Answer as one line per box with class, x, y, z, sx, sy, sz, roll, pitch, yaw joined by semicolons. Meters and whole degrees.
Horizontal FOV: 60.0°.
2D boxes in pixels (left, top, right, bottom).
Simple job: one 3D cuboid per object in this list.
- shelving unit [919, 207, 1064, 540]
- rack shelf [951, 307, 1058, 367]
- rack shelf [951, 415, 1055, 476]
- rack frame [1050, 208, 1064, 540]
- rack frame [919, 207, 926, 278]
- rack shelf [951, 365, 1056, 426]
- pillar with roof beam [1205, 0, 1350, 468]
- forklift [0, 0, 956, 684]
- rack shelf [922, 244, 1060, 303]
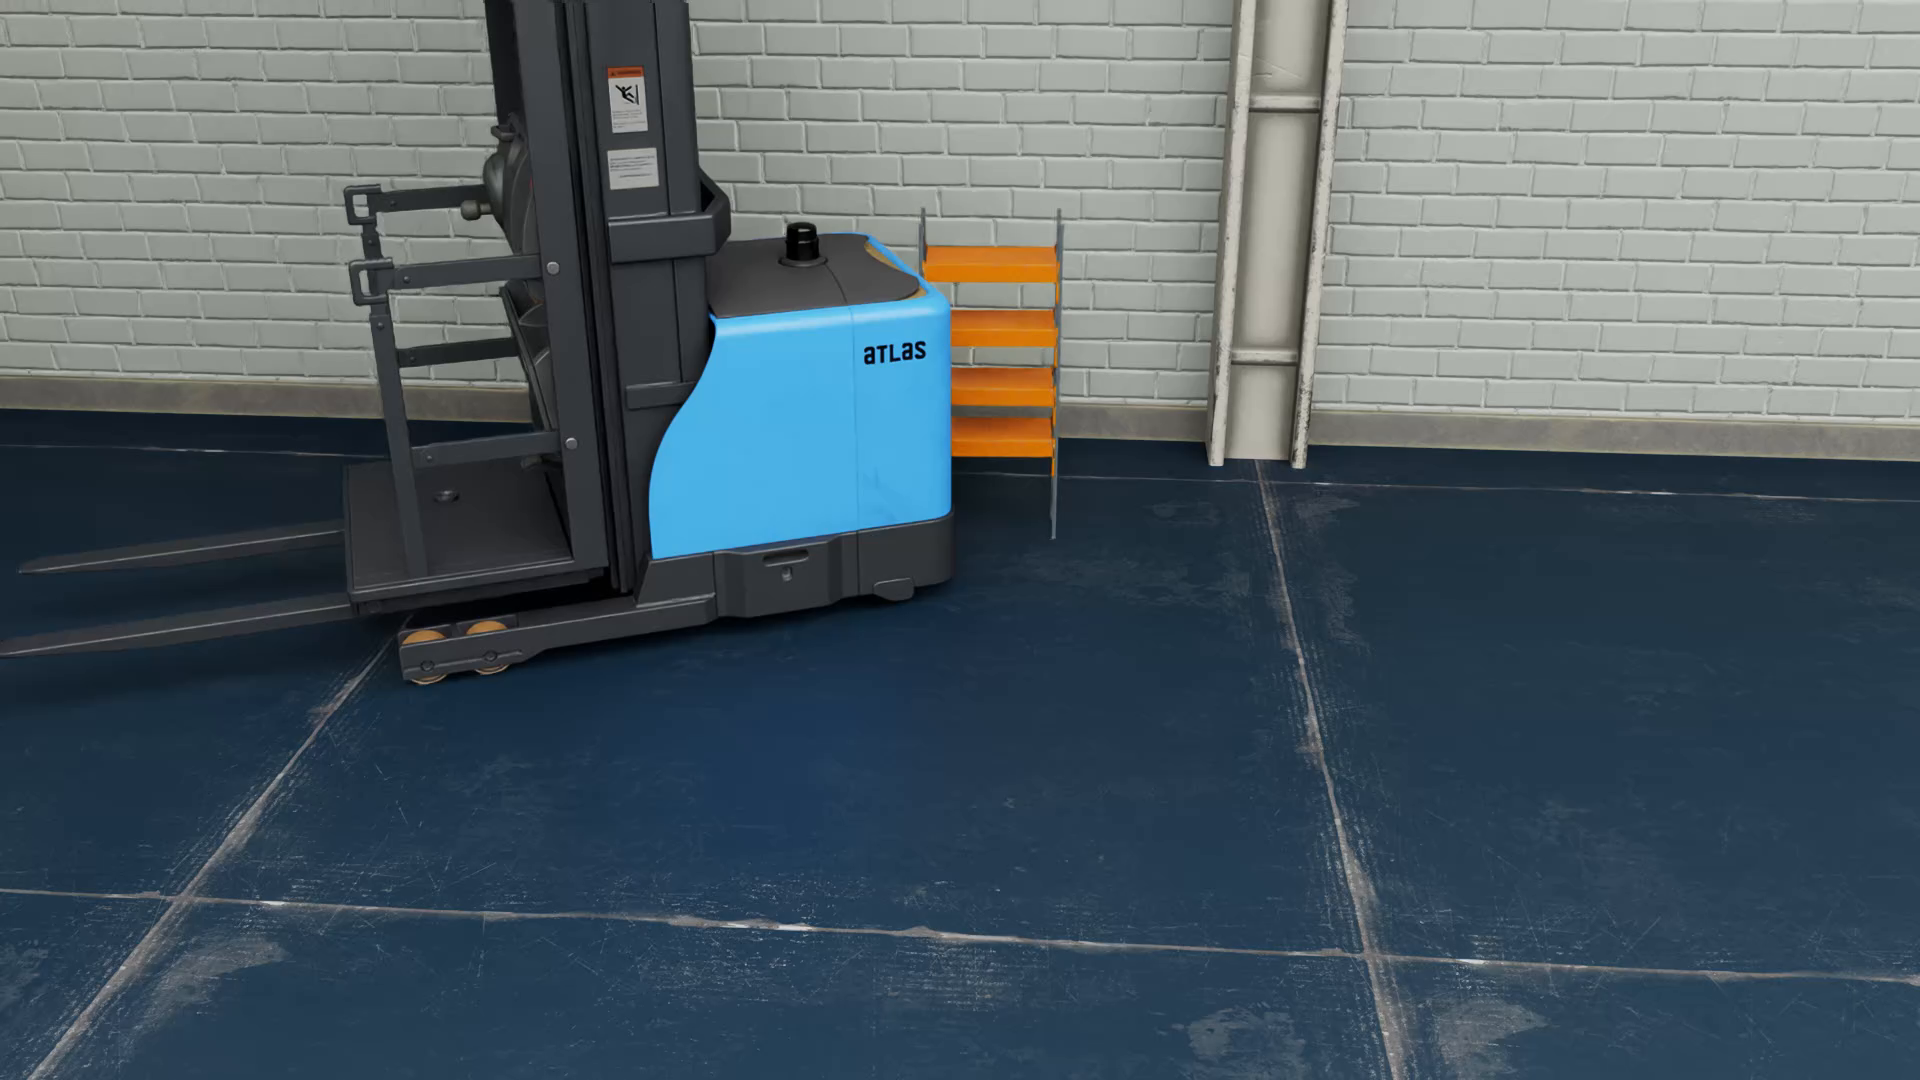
shelving unit;0.110;-0.598;6.115;0.503;1.200;0.258;0;25;1
rack shelf;0.110;-0.740;6.050;0.480;0.148;0.258;0;25;1
rack shelf;0.110;-0.357;6.226;0.480;0.148;0.258;0;25;1
rack frame;0.354;-0.597;6.111;0.015;1.200;0.240;0;25;1
rack frame;-0.134;-0.600;6.119;0.015;1.200;0.240;0;25;1
rack shelf;0.110;-0.537;6.143;0.480;0.148;0.258;0;25;1
pillar with roof beam;0.918;-2.662;1.269;0.400;9.000;9.100;2;25;4
forklift;-1.589;-1.125;5.187;3.031;2.935;1.130;-8;26;-18
rack shelf;0.110;-0.955;5.951;0.480;0.148;0.258;0;25;1
